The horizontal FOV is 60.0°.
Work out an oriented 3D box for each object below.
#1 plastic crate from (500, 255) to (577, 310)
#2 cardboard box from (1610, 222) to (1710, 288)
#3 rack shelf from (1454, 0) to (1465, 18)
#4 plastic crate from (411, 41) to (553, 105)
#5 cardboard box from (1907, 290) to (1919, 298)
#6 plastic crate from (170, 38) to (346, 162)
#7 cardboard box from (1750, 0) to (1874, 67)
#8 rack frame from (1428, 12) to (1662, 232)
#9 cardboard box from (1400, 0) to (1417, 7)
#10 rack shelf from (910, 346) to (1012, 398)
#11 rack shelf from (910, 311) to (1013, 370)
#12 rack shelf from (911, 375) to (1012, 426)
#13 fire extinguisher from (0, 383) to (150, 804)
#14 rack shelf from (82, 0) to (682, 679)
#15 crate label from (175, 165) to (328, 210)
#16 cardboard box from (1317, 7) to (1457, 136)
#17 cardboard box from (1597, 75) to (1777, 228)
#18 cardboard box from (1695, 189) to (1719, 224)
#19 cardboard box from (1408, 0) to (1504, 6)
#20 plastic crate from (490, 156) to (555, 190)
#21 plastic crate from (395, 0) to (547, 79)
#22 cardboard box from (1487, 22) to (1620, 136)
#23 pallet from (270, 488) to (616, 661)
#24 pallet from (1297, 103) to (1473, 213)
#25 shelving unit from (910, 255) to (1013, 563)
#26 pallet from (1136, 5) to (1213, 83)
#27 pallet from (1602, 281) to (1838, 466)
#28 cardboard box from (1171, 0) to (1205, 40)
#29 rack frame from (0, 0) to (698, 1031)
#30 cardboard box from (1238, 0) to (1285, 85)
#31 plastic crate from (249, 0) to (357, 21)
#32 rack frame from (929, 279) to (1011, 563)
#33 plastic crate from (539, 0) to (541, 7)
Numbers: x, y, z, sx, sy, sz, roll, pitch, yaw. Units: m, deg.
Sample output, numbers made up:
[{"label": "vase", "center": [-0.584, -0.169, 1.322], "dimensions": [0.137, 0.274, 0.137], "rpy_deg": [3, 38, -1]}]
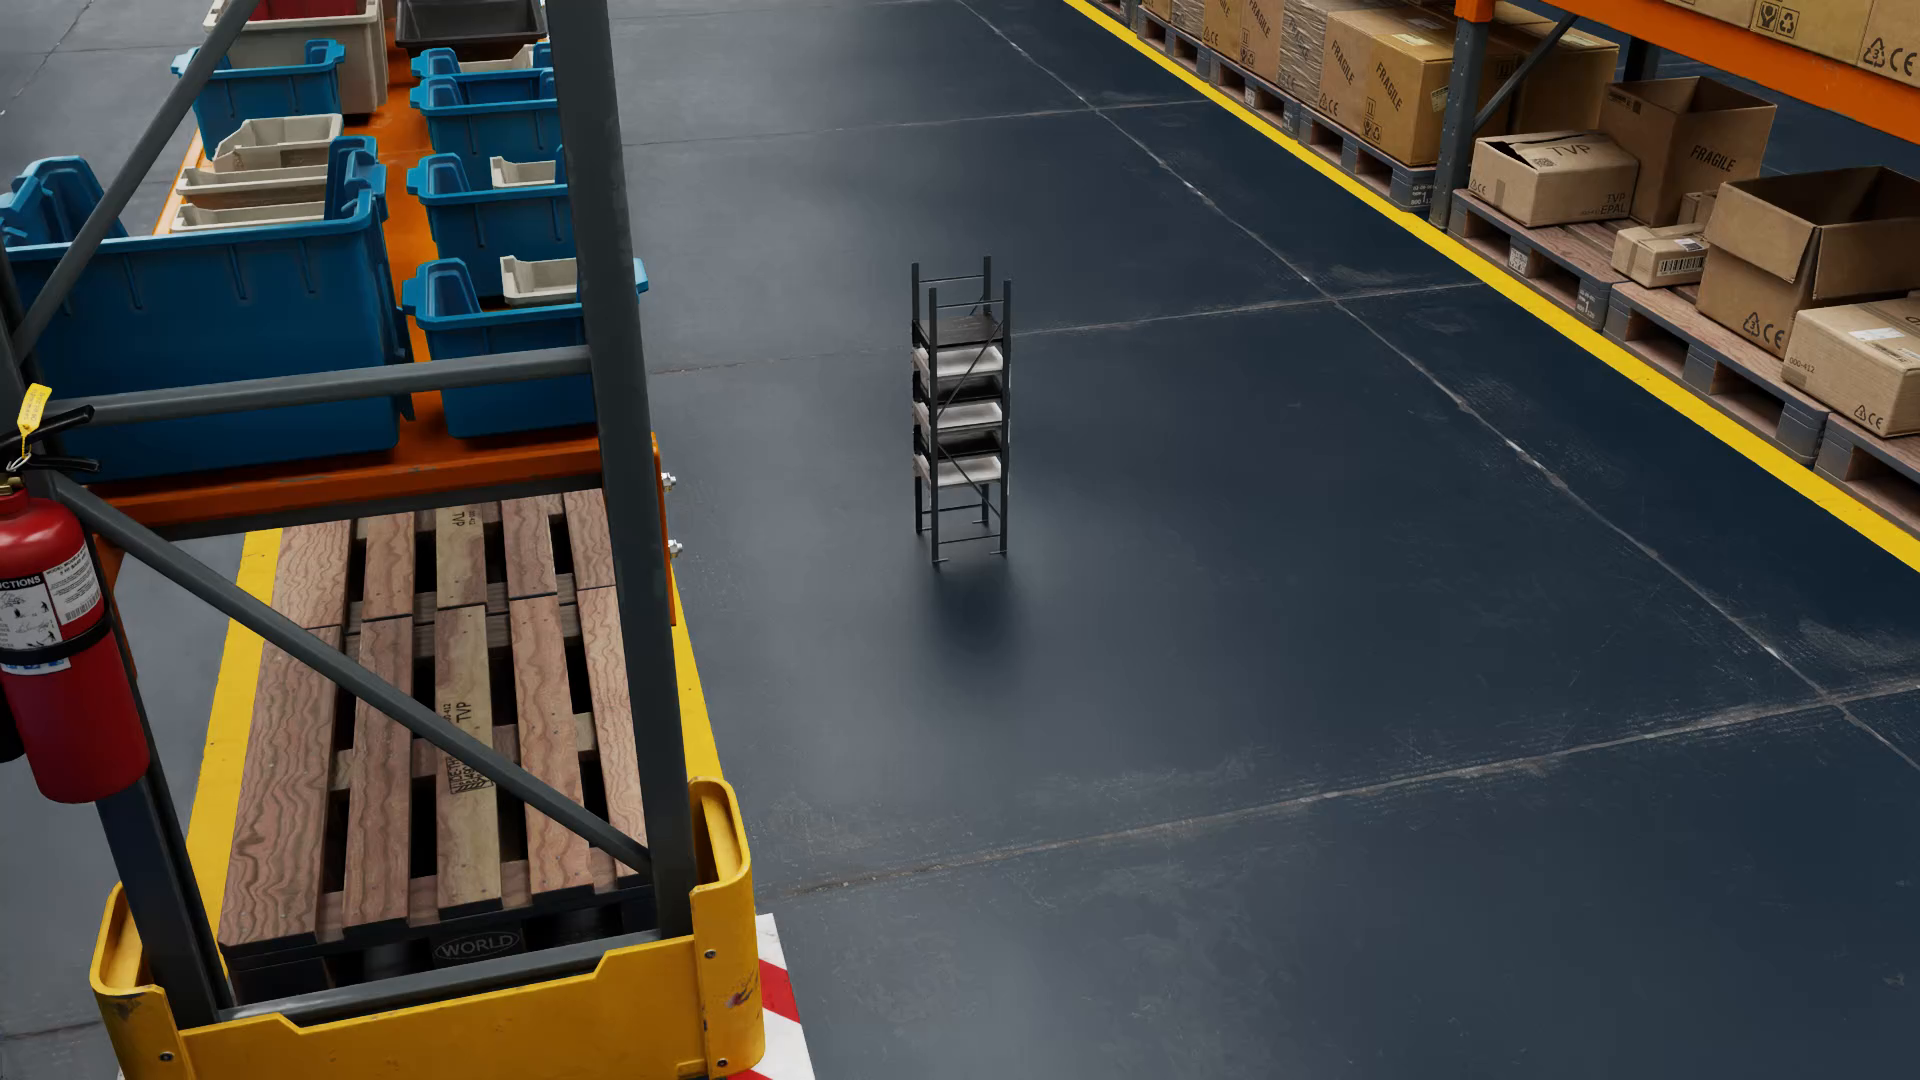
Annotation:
[{"label": "plastic crate", "center": [-0.768, -0.479, 3.286], "dimensions": [0.250, 0.136, 0.298], "rpy_deg": [-8, 31, -13]}, {"label": "cardboard box", "center": [2.842, -1.143, 6.620], "dimensions": [0.380, 0.166, 0.250], "rpy_deg": [-8, 31, -13]}, {"label": "rack shelf", "center": [2.169, -3.481, 8.989], "dimensions": [1.077, 0.370, 4.000], "rpy_deg": [-8, 31, -13]}, {"label": "plastic crate", "center": [-1.192, -1.136, 4.325], "dimensions": [0.416, 0.233, 0.300], "rpy_deg": [-8, 31, -13]}, {"label": "cardboard box", "center": [3.625, -0.679, 5.734], "dimensions": [0.500, 0.250, 0.500], "rpy_deg": [-8, 31, -13]}, {"label": "plastic crate", "center": [-1.807, -1.149, 4.349], "dimensions": [0.416, 0.233, 0.300], "rpy_deg": [-8, 31, -13]}, {"label": "cardboard box", "center": [2.979, -1.854, 5.358], "dimensions": [0.500, 0.500, 0.500], "rpy_deg": [-8, 31, -14]}, {"label": "rack frame", "center": [2.700, -2.827, 7.140], "dimensions": [1.000, 3.000, 0.127], "rpy_deg": [-8, 31, -13]}, {"label": "cardboard box", "center": [2.529, -2.700, 8.976], "dimensions": [0.500, 0.500, 0.500], "rpy_deg": [-7, 31, -13]}, {"label": "rack shelf", "center": [0.002, -0.512, 4.944], "dimensions": [0.258, 0.077, 0.200], "rpy_deg": [-8, 31, -13]}, {"label": "rack shelf", "center": [0.002, -0.590, 4.899], "dimensions": [0.258, 0.077, 0.200], "rpy_deg": [-8, 31, -13]}, {"label": "rack shelf", "center": [0.002, -0.435, 4.989], "dimensions": [0.258, 0.077, 0.200], "rpy_deg": [-8, 31, -13]}, {"label": "fire extinguisher", "center": [-1.413, 0.090, 2.550], "dimensions": [0.296, 0.674, 0.183], "rpy_deg": [-8, 31, -13]}, {"label": "rack shelf", "center": [-1.546, -0.893, 4.516], "dimensions": [1.077, 0.370, 4.000], "rpy_deg": [-8, 31, -13]}, {"label": "crate label", "center": [-1.566, -0.793, 3.829], "dimensions": [0.396, 0.136, 0.243], "rpy_deg": [-8, 31, -13]}, {"label": "cardboard box", "center": [2.170, -2.376, 8.416], "dimensions": [0.500, 0.500, 0.500], "rpy_deg": [-8, 31, -13]}, {"label": "cardboard box", "center": [3.125, -1.698, 7.245], "dimensions": [0.500, 0.500, 0.500], "rpy_deg": [-8, 31, -13]}, {"label": "cardboard box", "center": [3.324, -1.254, 6.667], "dimensions": [0.500, 0.311, 0.500], "rpy_deg": [-8, 31, -13]}, {"label": "cardboard box", "center": [2.541, -3.009, 8.762], "dimensions": [0.500, 0.250, 0.500], "rpy_deg": [-8, 31, -13]}, {"label": "plastic crate", "center": [-0.948, -0.807, 3.852], "dimensions": [0.250, 0.136, 0.298], "rpy_deg": [-8, 31, -13]}, {"label": "plastic crate", "center": [-1.521, -1.572, 5.186], "dimensions": [0.437, 0.125, 0.590], "rpy_deg": [-8, 31, -13]}, {"label": "cardboard box", "center": [2.807, -2.201, 8.115], "dimensions": [0.500, 0.500, 0.500], "rpy_deg": [-9, 31, -16]}, {"label": "pallet", "center": [-1.517, -0.023, 5.079], "dimensions": [1.003, 0.211, 1.213], "rpy_deg": [-8, 31, -13]}, {"label": "pallet", "center": [2.448, -2.008, 8.508], "dimensions": [1.003, 0.211, 1.213], "rpy_deg": [-8, 31, -13]}, {"label": "shelving unit", "center": [0.002, -0.386, 5.018], "dimensions": [0.258, 0.900, 0.210], "rpy_deg": [-8, 31, -13]}, {"label": "pallet", "center": [1.800, -3.186, 10.544], "dimensions": [1.003, 0.211, 1.213], "rpy_deg": [-8, 31, -13]}, {"label": "pallet", "center": [3.209, -0.698, 6.245], "dimensions": [1.003, 0.211, 1.213], "rpy_deg": [-8, 31, -13]}, {"label": "cardboard box", "center": [1.628, -3.357, 10.112], "dimensions": [0.500, 0.500, 0.500], "rpy_deg": [-9, 31, -15]}, {"label": "rack frame", "center": [-1.015, -0.238, 2.667], "dimensions": [1.000, 3.000, 0.127], "rpy_deg": [-8, 31, -13]}, {"label": "cardboard box", "center": [1.900, -2.863, 9.258], "dimensions": [0.500, 0.500, 0.500], "rpy_deg": [-9, 31, -15]}, {"label": "plastic crate", "center": [-2.081, -1.759, 5.171], "dimensions": [0.402, 0.464, 0.583], "rpy_deg": [-8, 31, -13]}, {"label": "rack frame", "center": [0.029, -0.336, 4.933], "dimensions": [0.240, 0.900, 0.006], "rpy_deg": [-8, 31, -13]}, {"label": "plastic crate", "center": [-1.624, -2.009, 5.683], "dimensions": [0.392, 0.384, 0.575], "rpy_deg": [-8, 31, -13]}]
